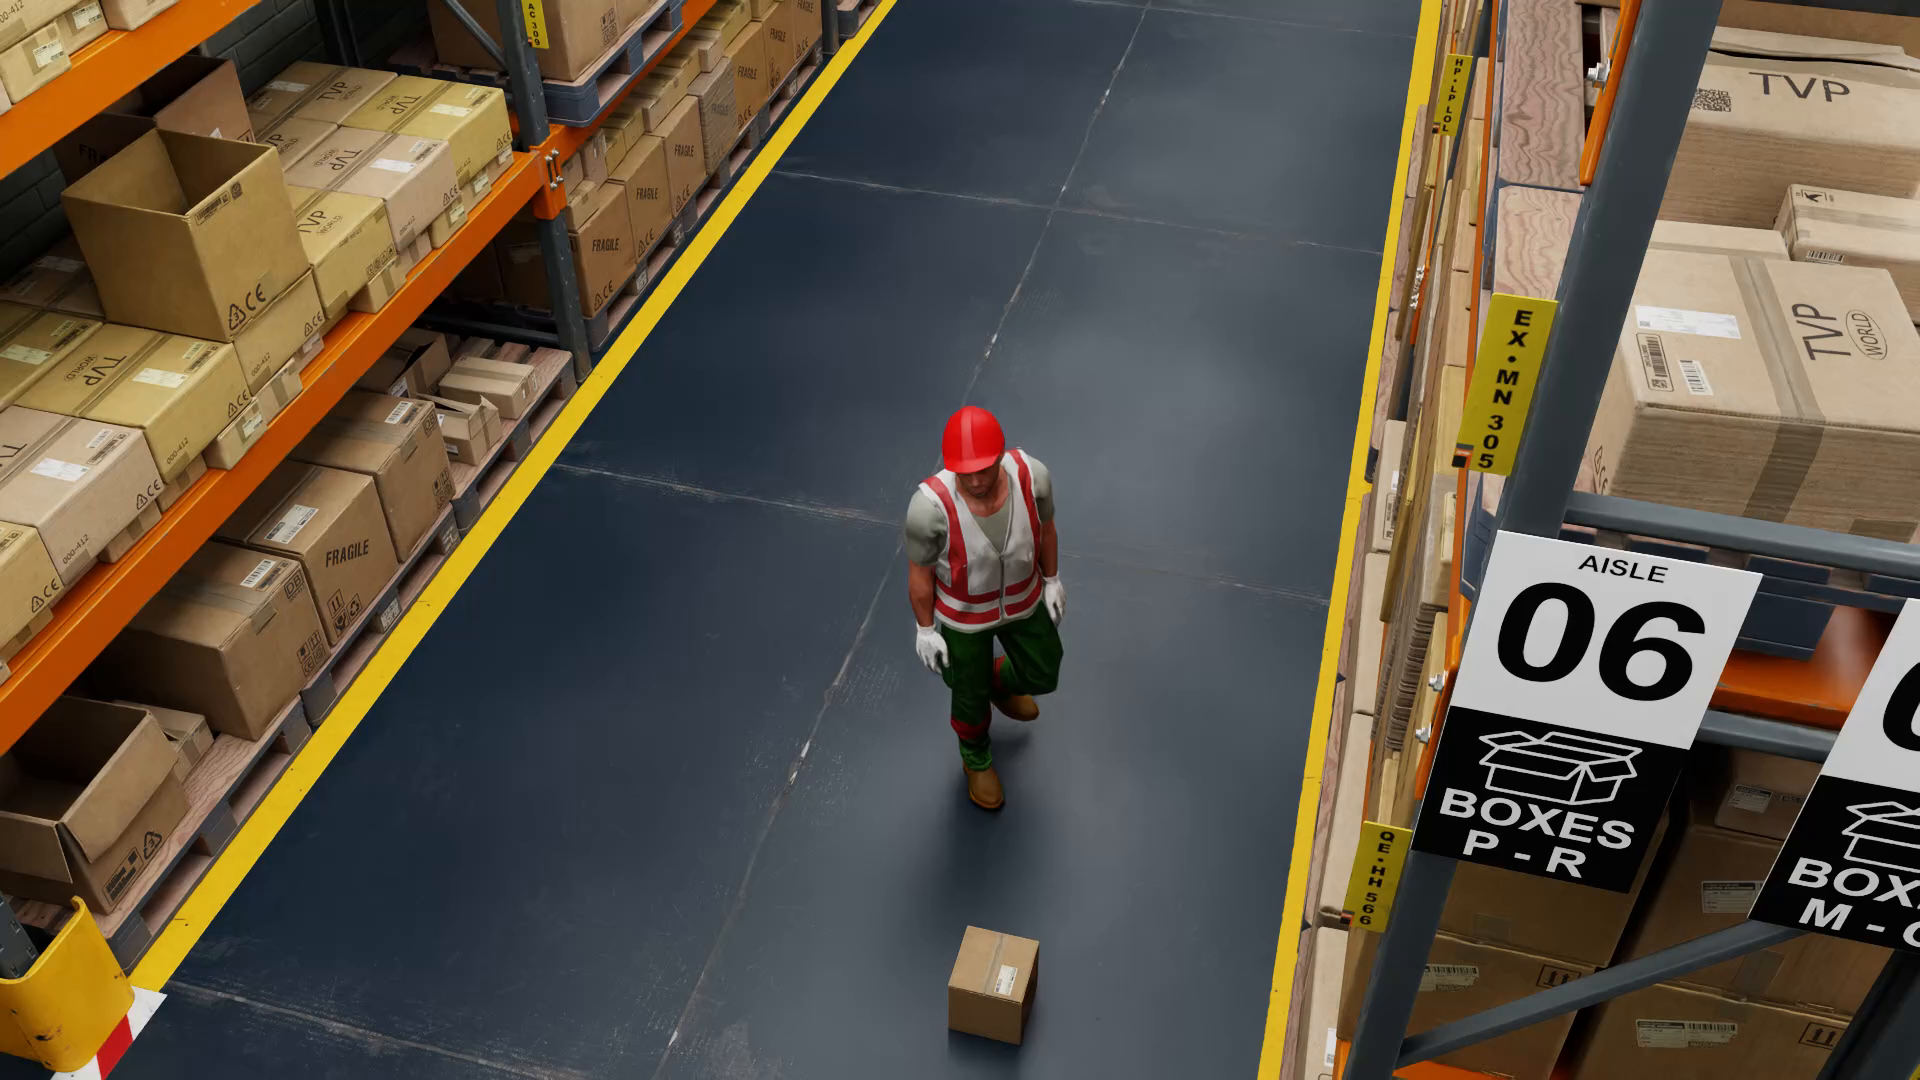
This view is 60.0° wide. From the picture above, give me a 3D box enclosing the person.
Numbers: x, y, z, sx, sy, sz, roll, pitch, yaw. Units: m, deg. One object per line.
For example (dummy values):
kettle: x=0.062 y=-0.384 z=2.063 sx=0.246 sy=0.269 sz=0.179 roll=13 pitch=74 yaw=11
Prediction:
person: x=0.069 y=0.192 z=5.902 sx=0.587 sy=1.787 sz=0.538 roll=-16 pitch=43 yaw=-17
